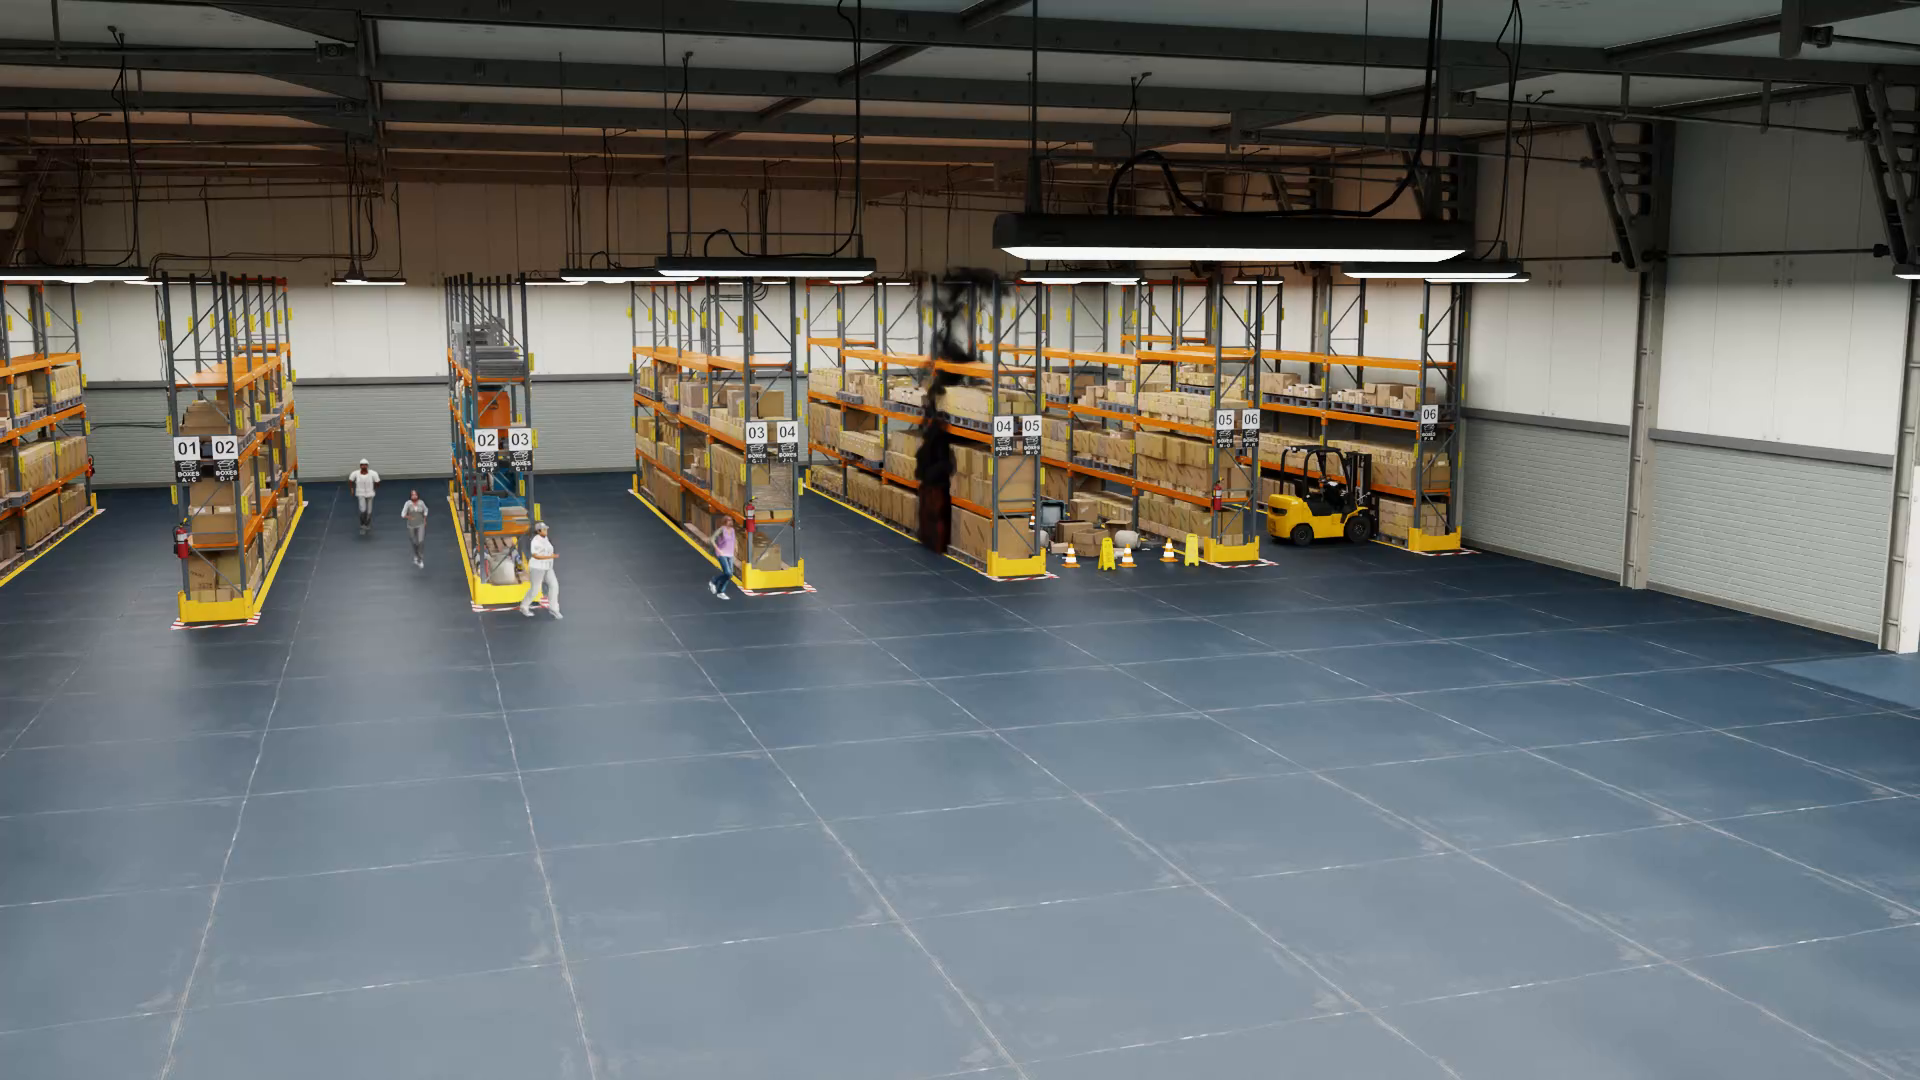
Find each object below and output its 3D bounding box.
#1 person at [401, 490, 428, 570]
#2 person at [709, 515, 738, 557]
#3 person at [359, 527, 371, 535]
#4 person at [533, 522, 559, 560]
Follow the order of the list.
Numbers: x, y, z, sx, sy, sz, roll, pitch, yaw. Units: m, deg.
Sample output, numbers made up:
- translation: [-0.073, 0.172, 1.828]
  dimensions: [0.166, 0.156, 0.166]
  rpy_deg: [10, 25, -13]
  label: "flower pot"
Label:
- translation: [-11.251, -0.233, 34.347]
  dimensions: [0.524, 1.636, 0.722]
  rpy_deg: [-3, 9, -18]
  label: "person"
- translation: [-4.330, -0.063, 30.895]
  dimensions: [0.400, 0.781, 0.568]
  rpy_deg: [7, 11, 37]
  label: "person"
- translation: [-14.026, -0.283, 39.167]
  dimensions: [0.297, 0.317, 0.504]
  rpy_deg: [-4, 10, -27]
  label: "person"
- translation: [-7.249, 0.099, 28.872]
  dimensions: [0.616, 0.816, 0.580]
  rpy_deg: [2, 9, 15]
  label: "person"
